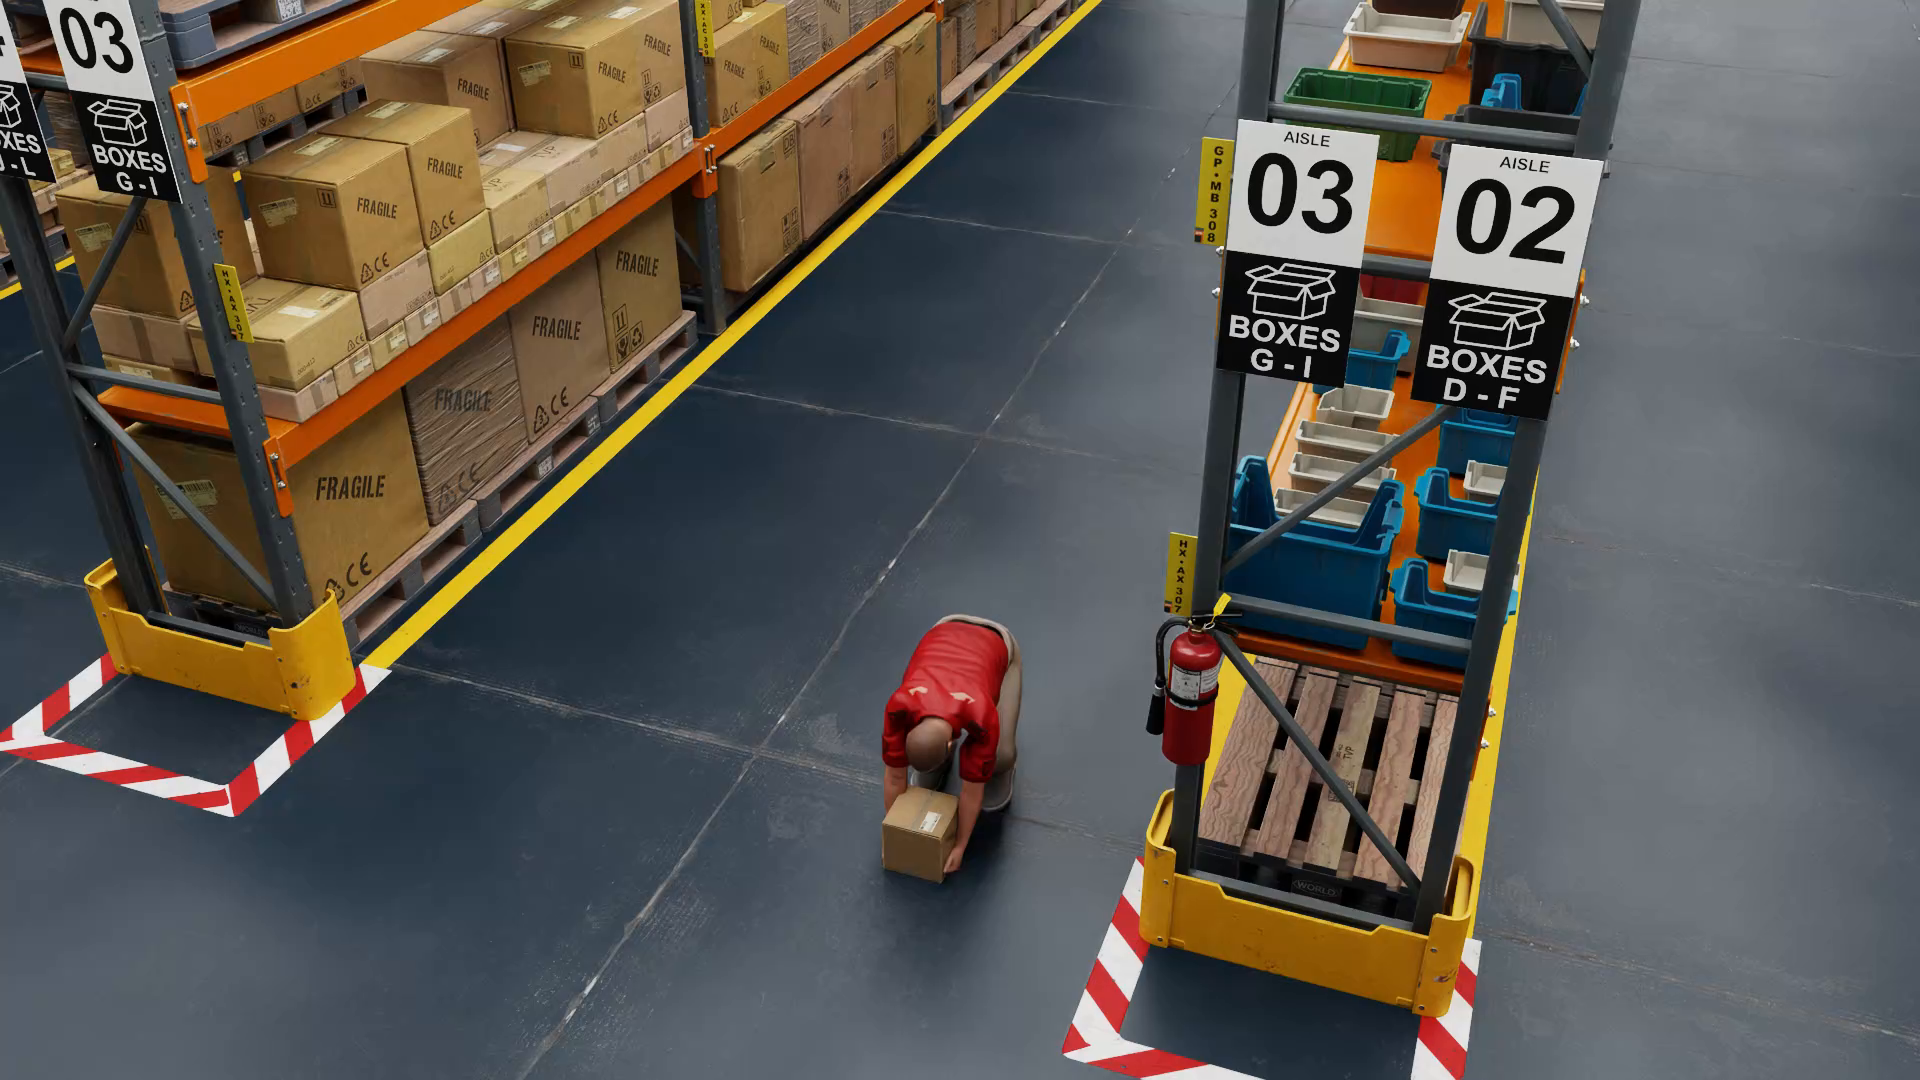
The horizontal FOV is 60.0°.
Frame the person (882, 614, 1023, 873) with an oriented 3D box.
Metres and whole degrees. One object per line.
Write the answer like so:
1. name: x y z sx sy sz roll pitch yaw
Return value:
1. person: -0.028 0.807 6.802 0.533 0.801 0.951 10 34 15
